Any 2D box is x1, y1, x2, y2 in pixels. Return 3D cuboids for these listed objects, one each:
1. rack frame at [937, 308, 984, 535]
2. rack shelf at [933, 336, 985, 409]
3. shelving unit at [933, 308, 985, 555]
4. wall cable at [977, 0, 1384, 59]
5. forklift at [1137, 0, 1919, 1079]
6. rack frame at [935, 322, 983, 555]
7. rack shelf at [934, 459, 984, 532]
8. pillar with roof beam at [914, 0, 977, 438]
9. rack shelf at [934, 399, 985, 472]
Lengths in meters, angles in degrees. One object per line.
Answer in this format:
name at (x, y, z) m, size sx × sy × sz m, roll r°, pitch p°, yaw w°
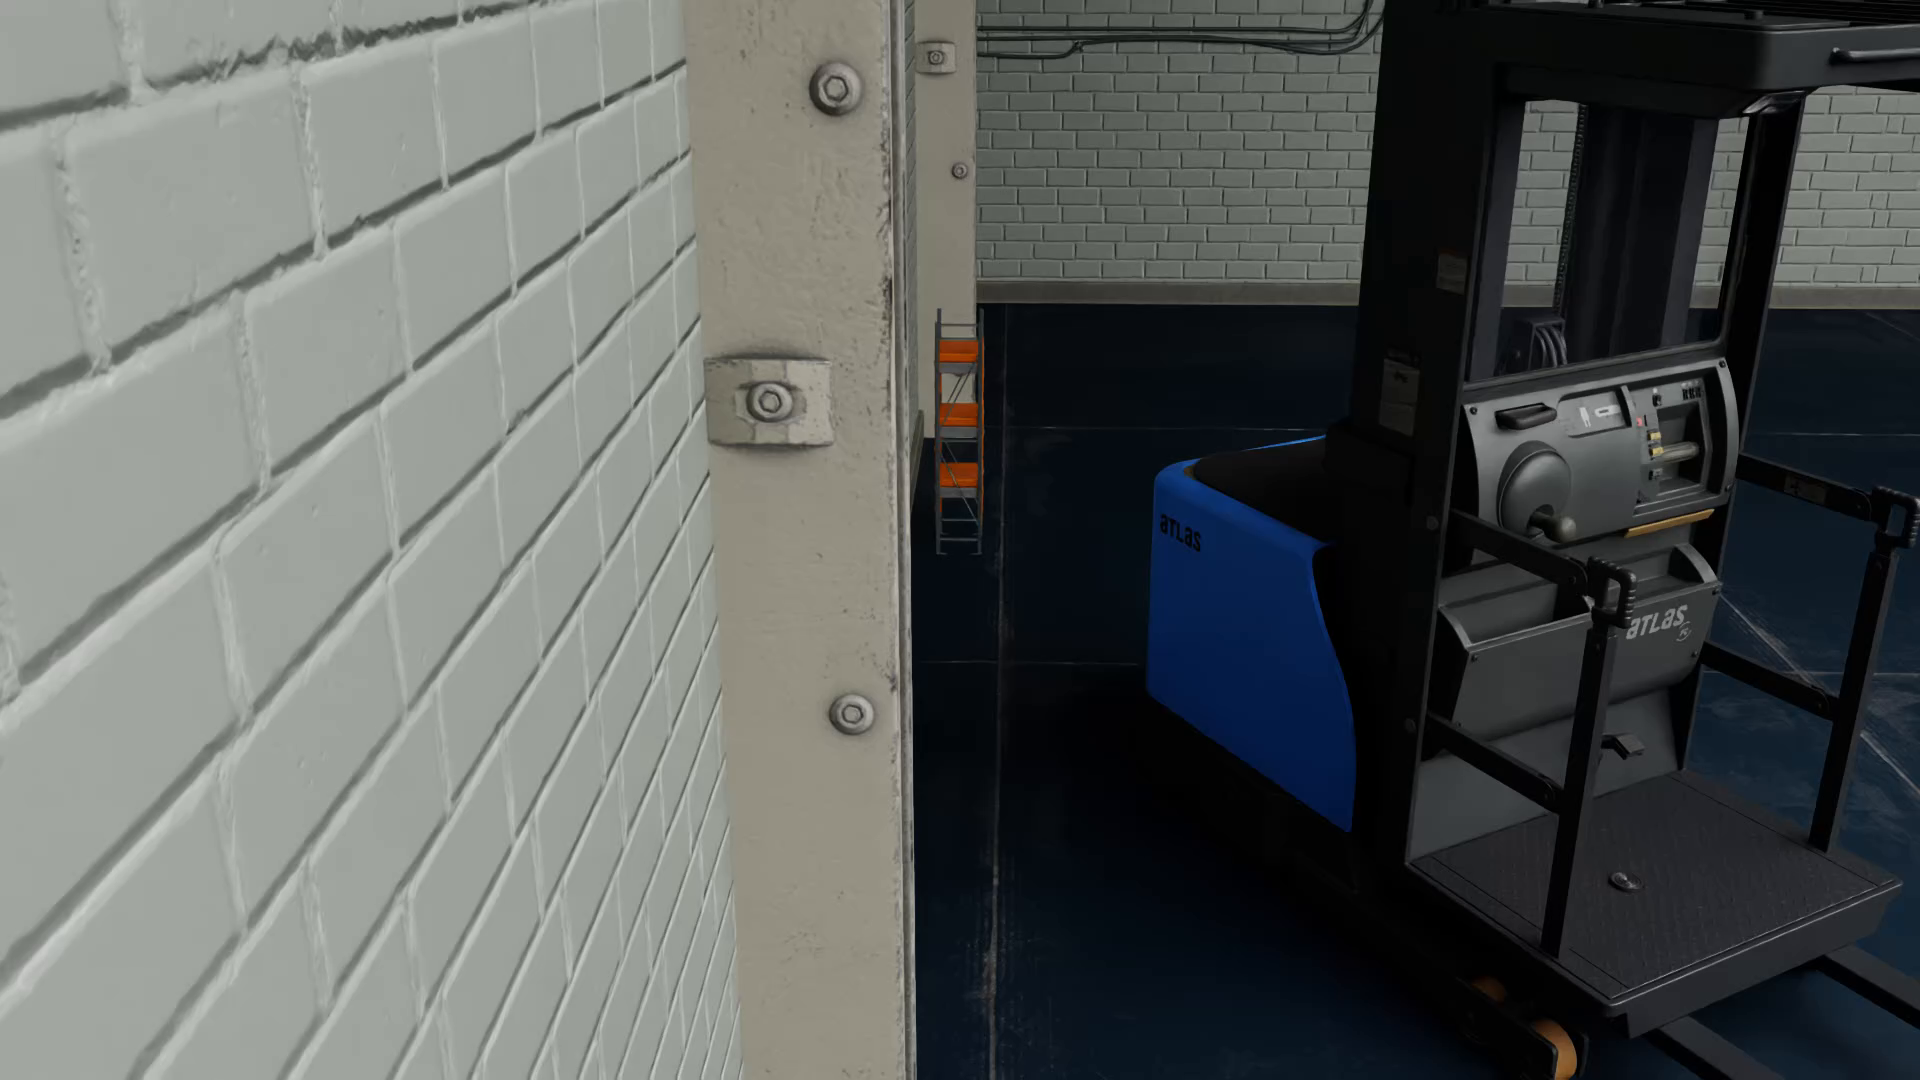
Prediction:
rack frame at (0.002, -0.514, 7.403) m, size 0.200 × 1.050 × 0.008 m, roll 1°, pitch 21°, yaw 2°
rack shelf at (-0.002, -0.725, 7.190) m, size 0.215 × 0.259 × 0.240 m, roll 1°, pitch 21°, yaw 2°
shelving unit at (-0.002, -0.470, 7.289) m, size 0.215 × 1.050 × 0.252 m, roll 1°, pitch 21°, yaw 2°
wall cable at (1.339, -4.421, 10.776) m, size 3.097 × 2.526 × 0.112 m, roll 1°, pitch 21°, yaw 2°
forklift at (1.731, -0.212, 4.024) m, size 1.130 × 2.935 × 3.031 m, roll -11°, pitch 24°, yaw -26°
rack frame at (-0.005, -0.426, 7.175) m, size 0.200 × 1.050 × 0.008 m, roll 1°, pitch 21°, yaw 2°
rack shelf at (-0.002, -0.201, 7.394) m, size 0.215 × 0.259 × 0.240 m, roll 1°, pitch 21°, yaw 2°
pillar with roof beam at (4.231, -4.771, 7.384) m, size 9.100 × 9.000 × 0.400 m, roll 1°, pitch 21°, yaw 2°
rack shelf at (-0.002, -0.460, 7.293) m, size 0.215 × 0.259 × 0.240 m, roll 1°, pitch 21°, yaw 2°
